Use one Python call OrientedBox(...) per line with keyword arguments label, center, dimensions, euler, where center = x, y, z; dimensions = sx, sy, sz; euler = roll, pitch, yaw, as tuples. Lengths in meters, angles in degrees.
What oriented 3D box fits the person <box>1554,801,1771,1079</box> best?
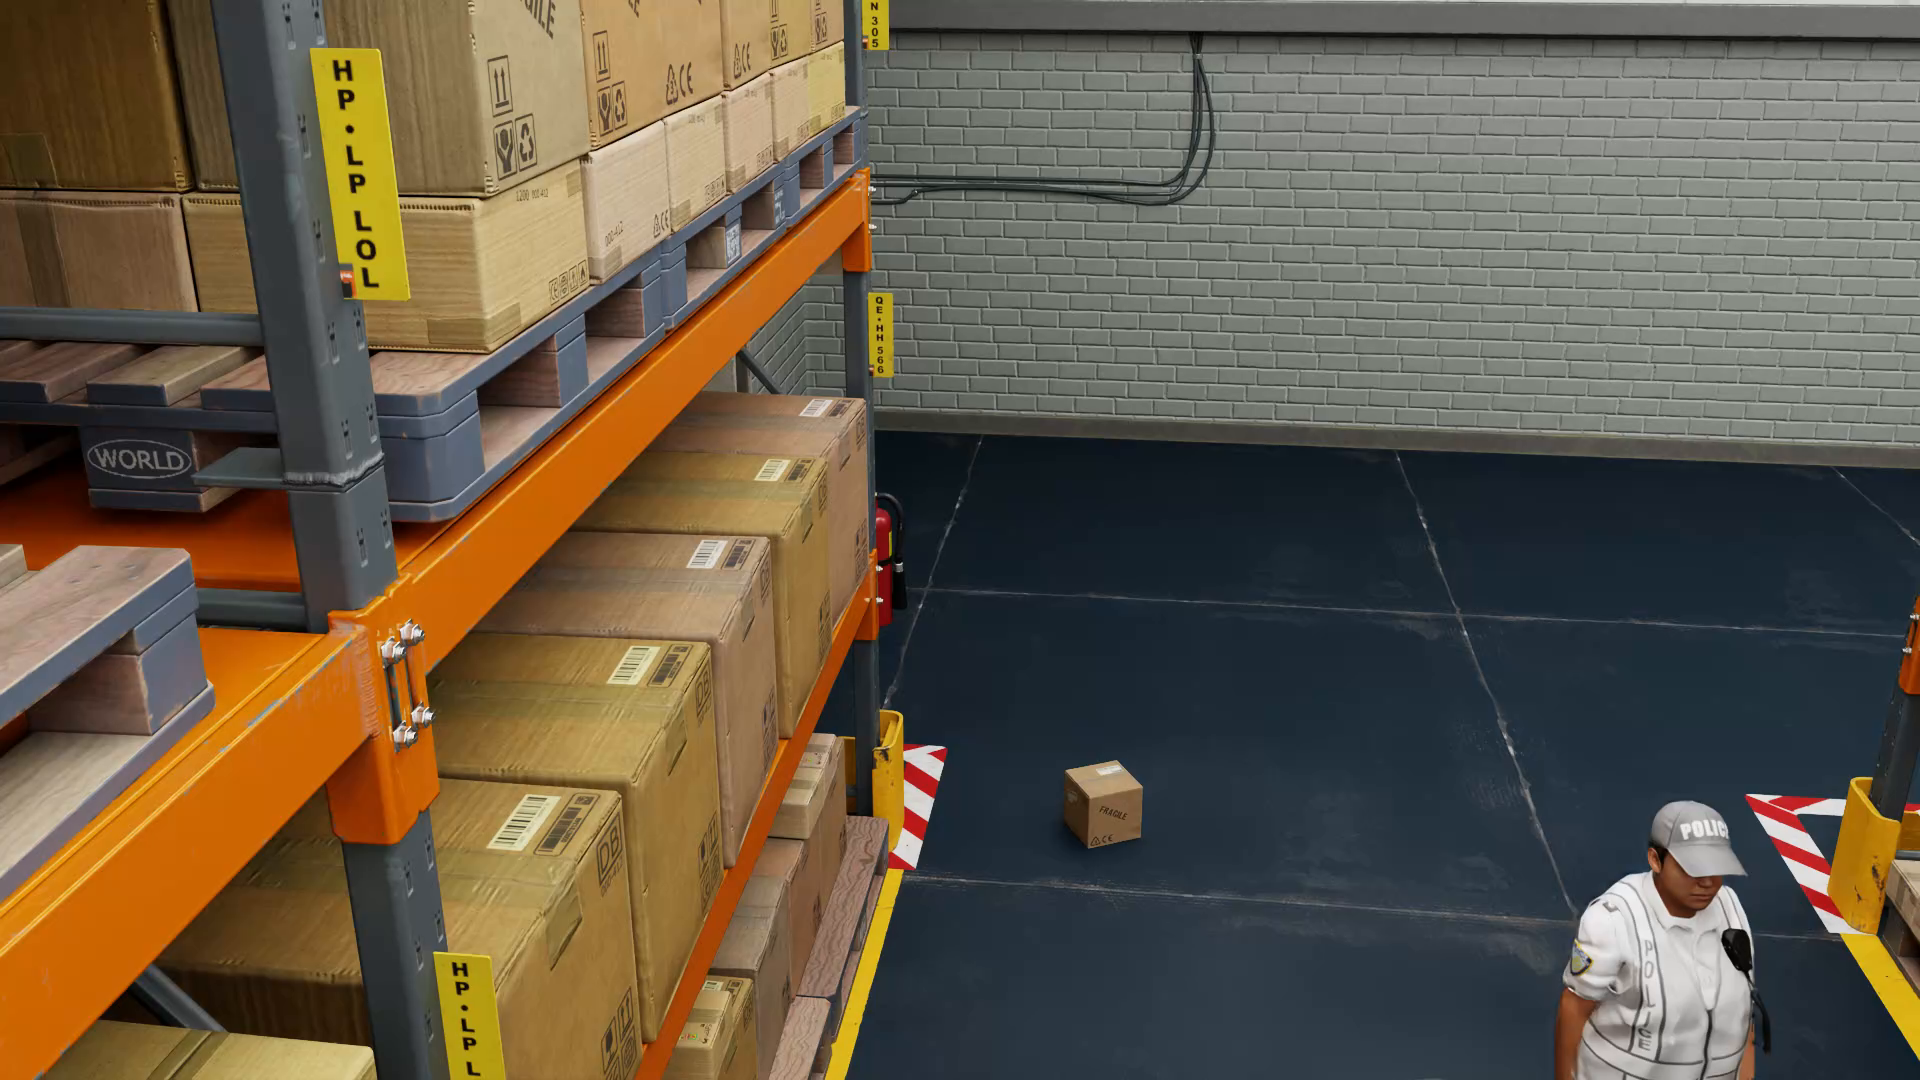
OrientedBox(label="person", center=(1.807, 1.486, 4.356), dimensions=(0.478, 1.761, 0.479), euler=(-6, 22, -15))
